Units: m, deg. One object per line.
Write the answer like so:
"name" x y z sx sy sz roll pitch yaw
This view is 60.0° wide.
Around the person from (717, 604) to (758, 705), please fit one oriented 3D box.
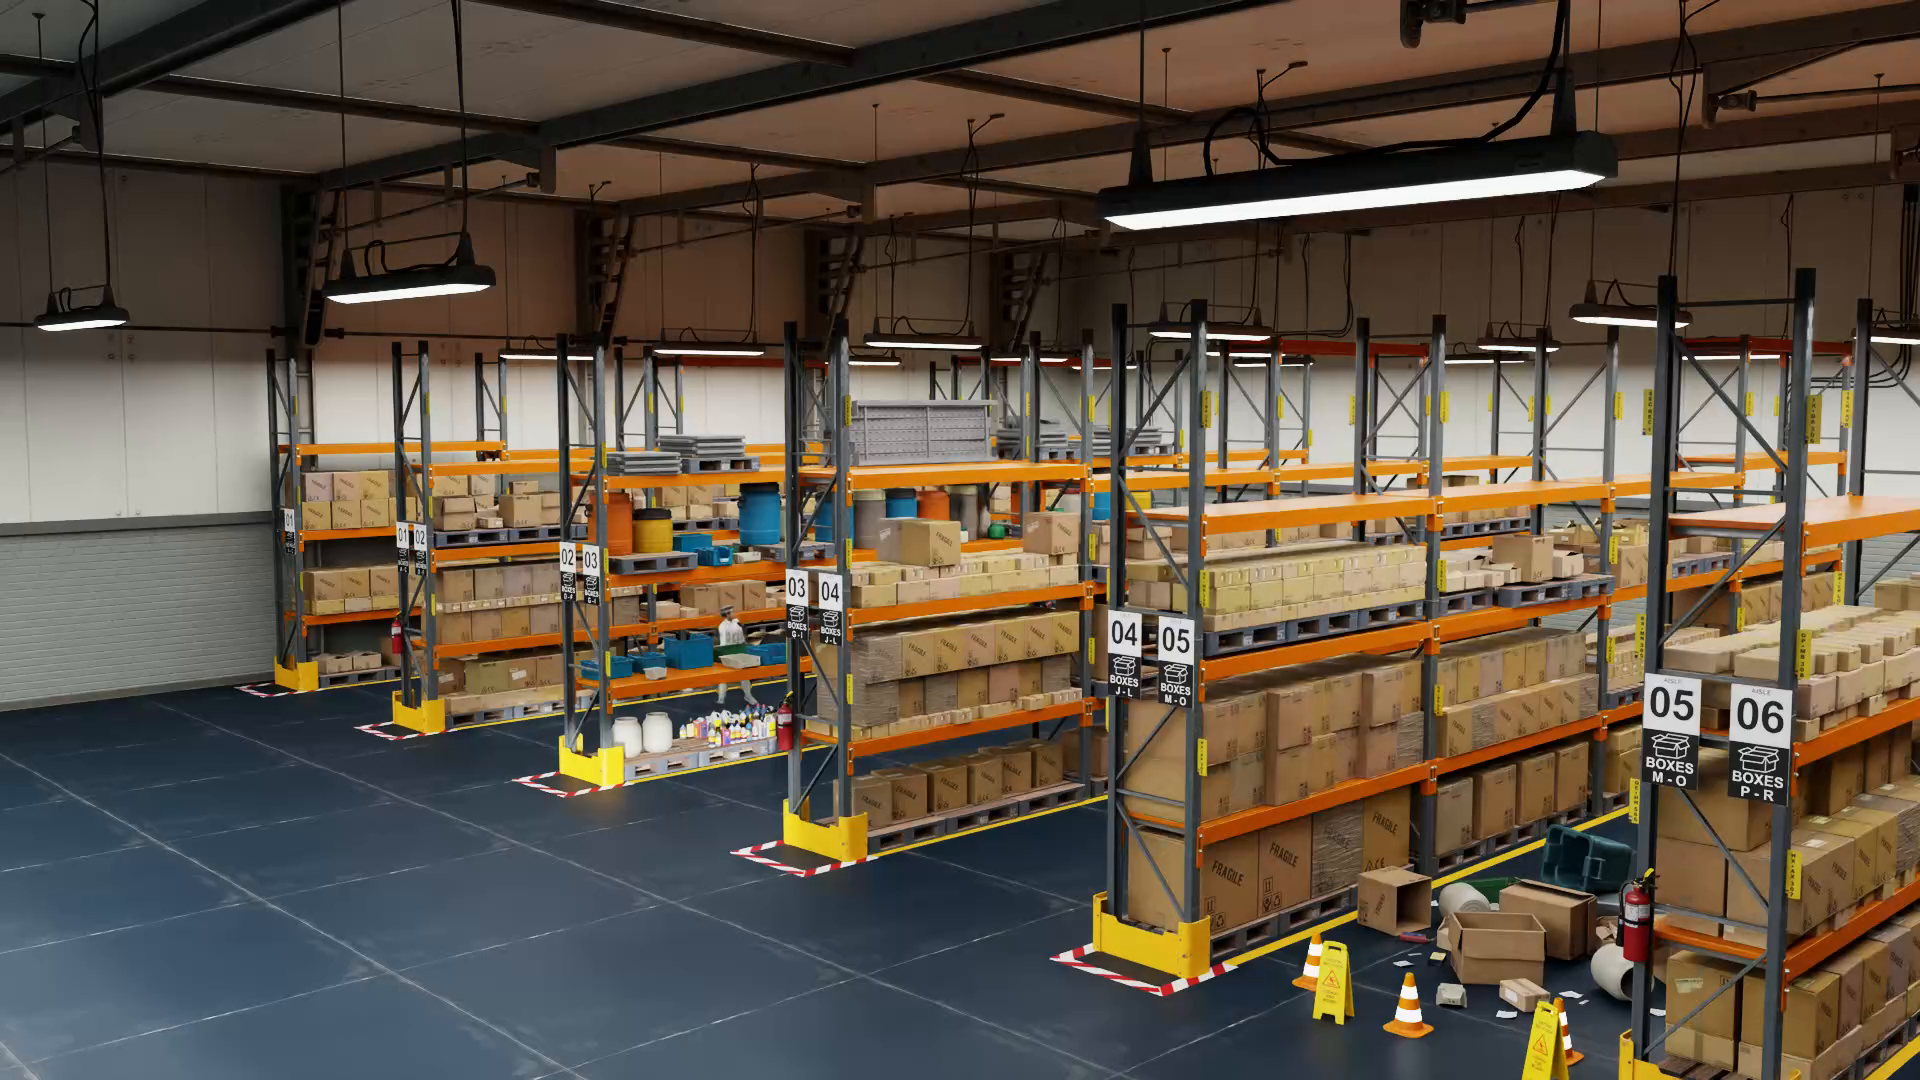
"person" -3.735 1.900 27.682 0.618 1.714 0.500 -4 6 -37
